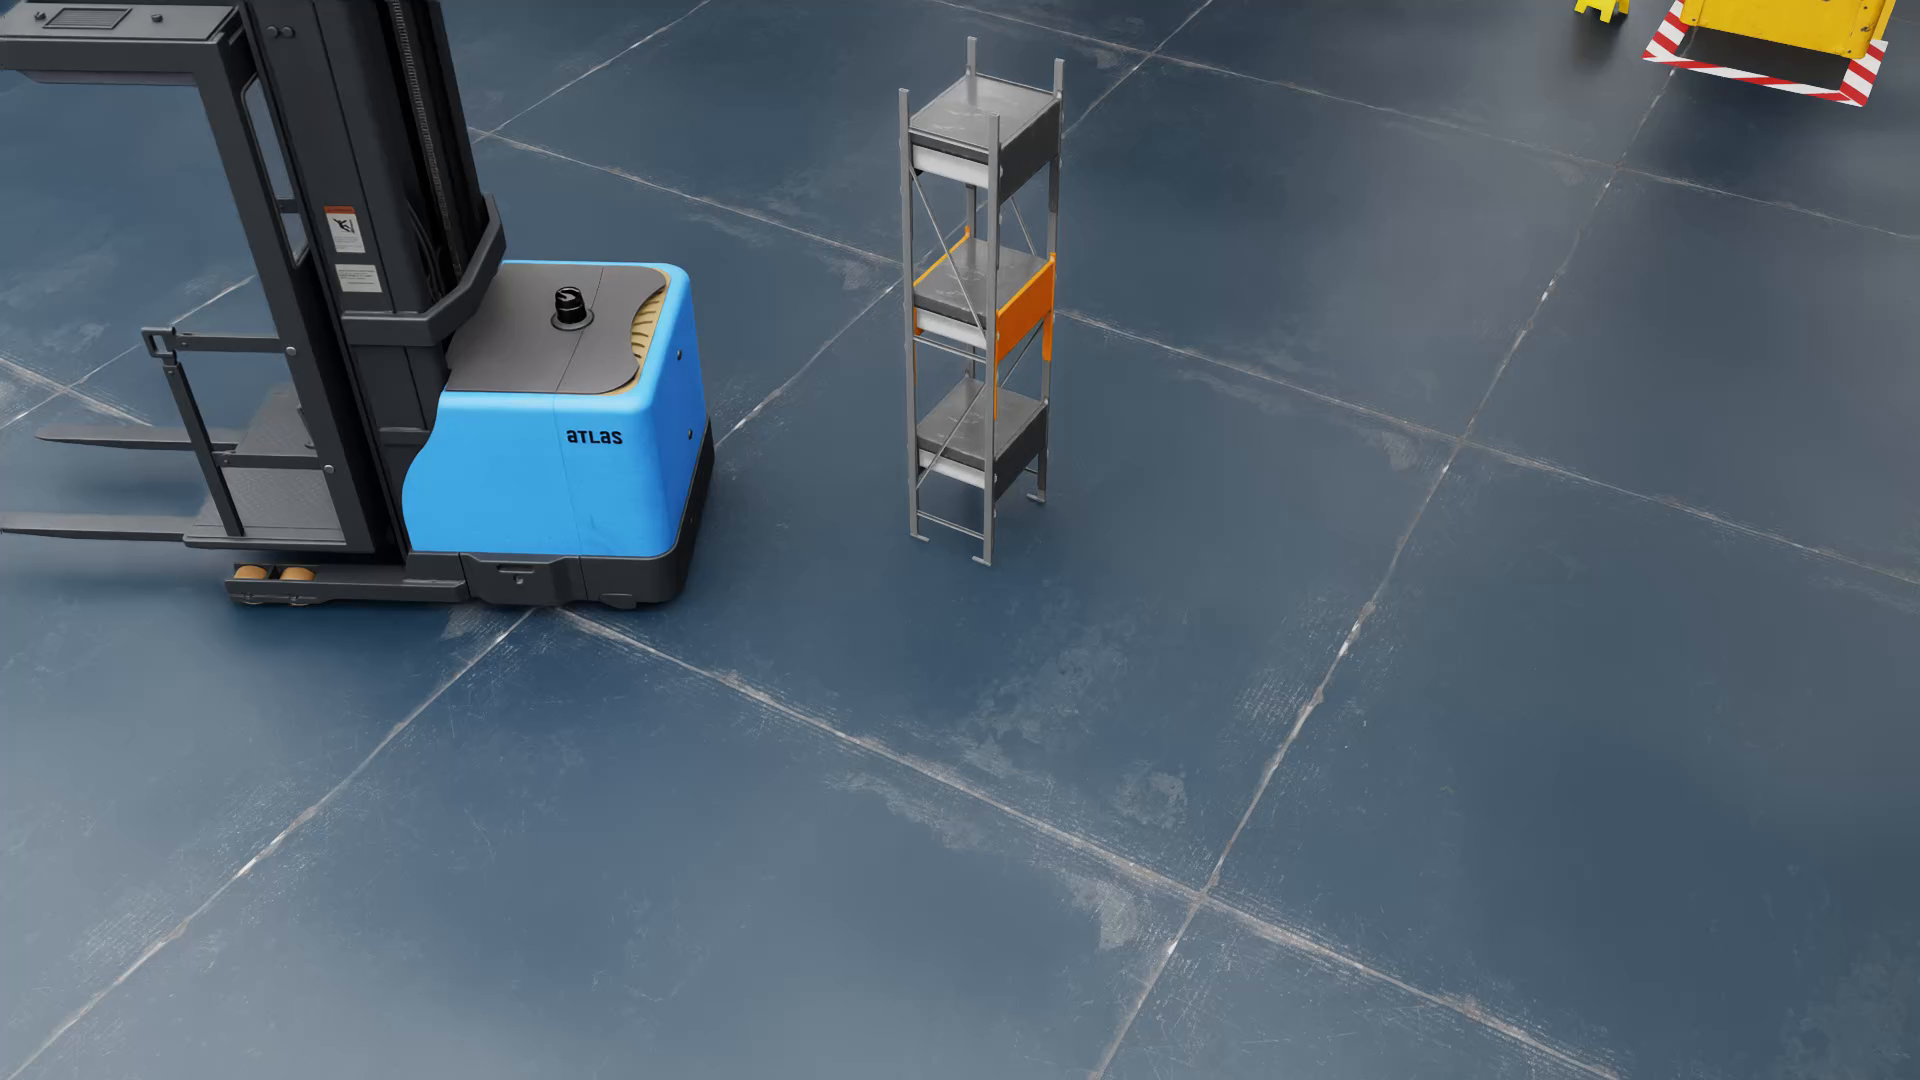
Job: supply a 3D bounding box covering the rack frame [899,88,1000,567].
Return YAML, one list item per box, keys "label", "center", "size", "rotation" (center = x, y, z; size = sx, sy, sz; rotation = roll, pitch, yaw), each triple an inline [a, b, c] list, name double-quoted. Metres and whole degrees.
- label: "rack frame"
  center: [-0.039, -0.743, 6.505]
  size: [0.400, 2.100, 0.015]
  rotation: [21, 45, 22]

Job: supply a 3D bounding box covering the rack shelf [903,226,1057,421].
- label: "rack shelf"
  center: [0.083, -0.872, 6.673]
  size: [0.431, 0.518, 0.480]
  rotation: [21, 45, 22]

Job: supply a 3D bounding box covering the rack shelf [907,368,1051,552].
- label: "rack shelf"
  center: [0.083, -0.347, 7.135]
  size: [0.431, 0.518, 0.480]
  rotation: [21, 45, 22]

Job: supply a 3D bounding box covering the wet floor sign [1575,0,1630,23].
- label: "wet floor sign"
  center: [4.370, -3.840, 11.122]
  size: [0.232, 0.644, 0.267]
  rotation: [-29, 49, -29]

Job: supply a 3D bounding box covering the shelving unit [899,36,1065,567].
- label: "shelving unit"
  center: [0.083, -0.883, 6.664]
  size: [0.431, 2.100, 0.503]
  rotation: [21, 45, 22]

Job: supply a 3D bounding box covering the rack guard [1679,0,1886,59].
- label: "rack guard"
  center: [5.430, -3.584, 10.941]
  size: [1.175, 0.500, 0.348]
  rotation: [21, 45, 22]

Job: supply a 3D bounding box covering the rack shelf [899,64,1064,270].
- label: "rack shelf"
  center: [0.083, -1.398, 6.210]
  size: [0.431, 0.518, 0.480]
  rotation: [21, 45, 22]

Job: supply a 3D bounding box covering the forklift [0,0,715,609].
- label: "forklift"
  center: [-2.645, -1.174, 6.365]
  size: [3.031, 2.935, 1.130]
  rotation: [2, 41, 2]

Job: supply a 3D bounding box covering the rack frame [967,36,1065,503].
- label: "rack frame"
  center: [0.205, -1.022, 6.822]
  size: [0.400, 2.100, 0.015]
  rotation: [21, 45, 22]
